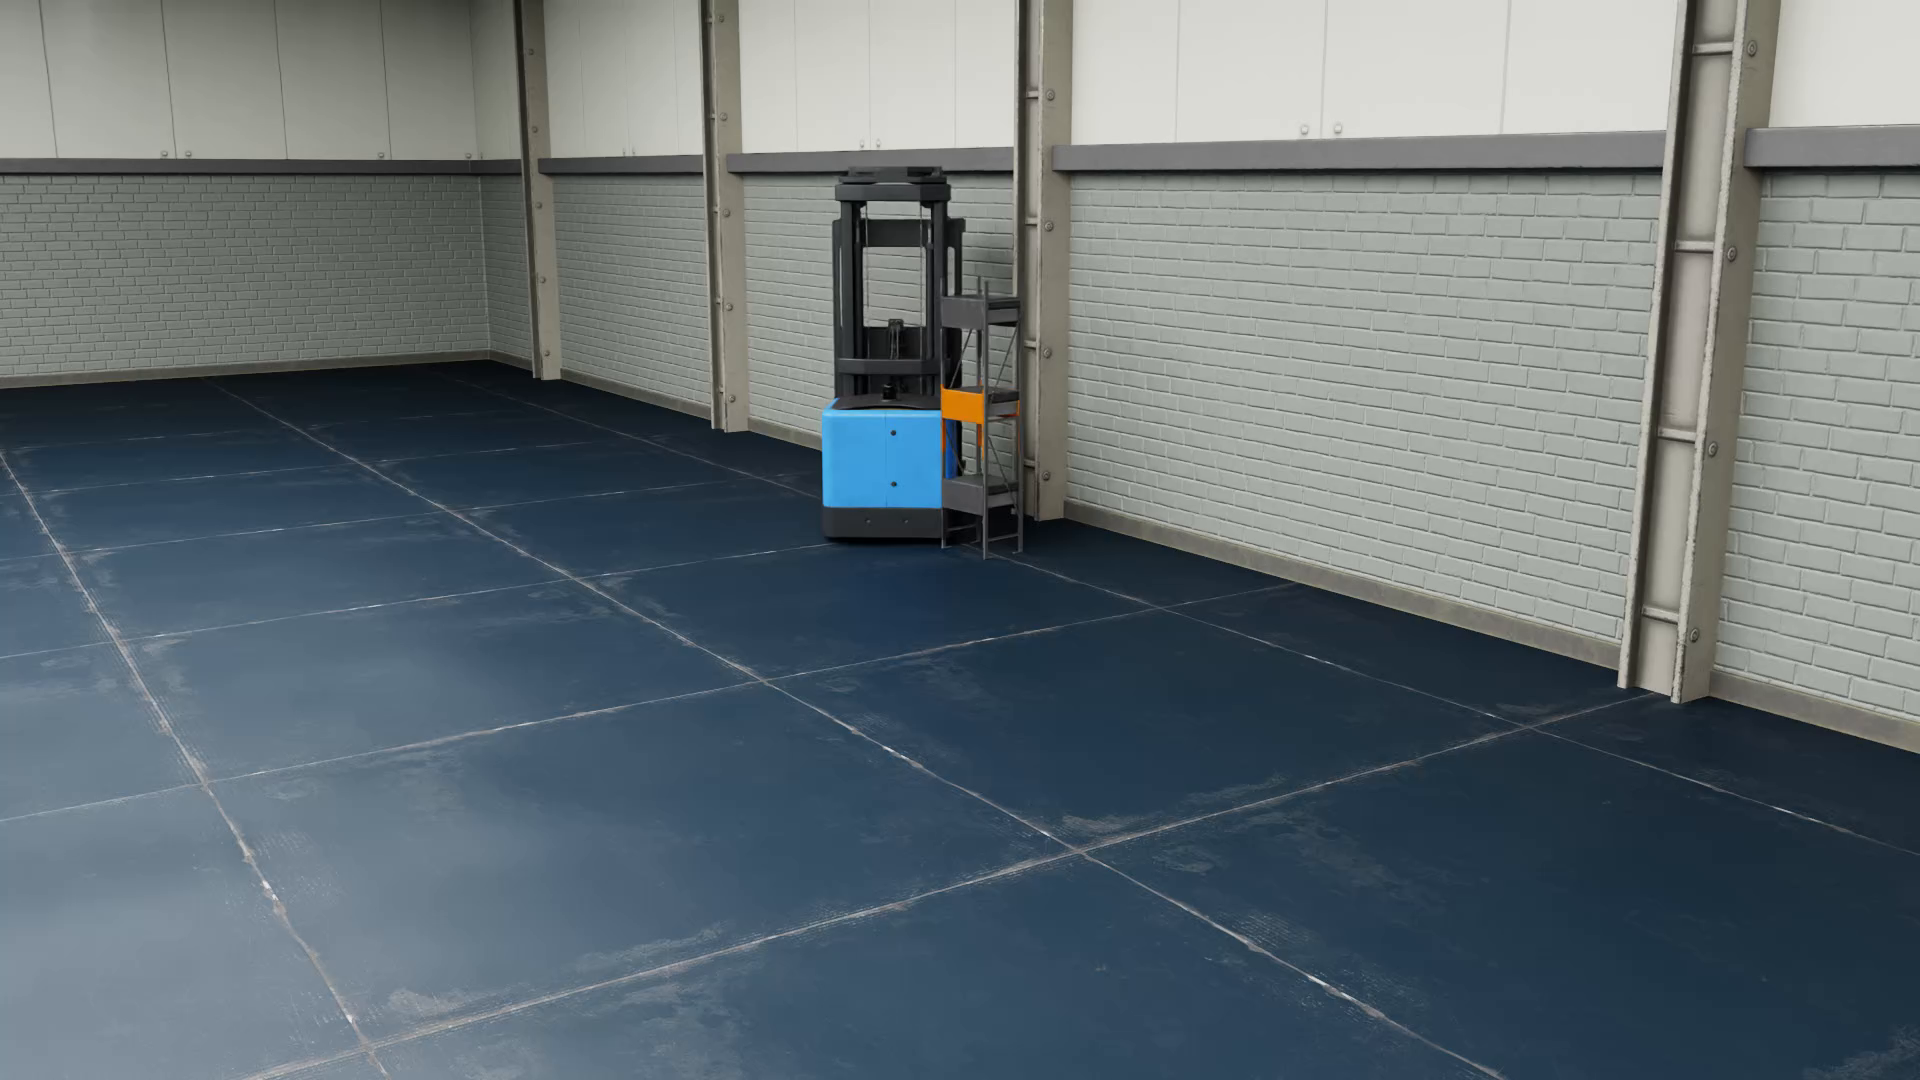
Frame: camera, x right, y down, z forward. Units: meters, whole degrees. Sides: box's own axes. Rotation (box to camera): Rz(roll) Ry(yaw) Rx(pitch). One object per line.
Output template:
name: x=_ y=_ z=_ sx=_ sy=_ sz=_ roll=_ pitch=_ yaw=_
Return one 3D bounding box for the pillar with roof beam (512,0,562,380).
pillar with roof beam: x=-9.554 y=-6.234 z=20.803 sx=9.100 sy=9.000 sz=0.400 roll=-8 pitch=15 yaw=-33

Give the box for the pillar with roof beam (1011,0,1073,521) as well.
pillar with roof beam: x=-2.906 y=-4.099 z=11.044 sx=9.100 sy=9.000 sz=0.400 roll=-8 pitch=15 yaw=-33

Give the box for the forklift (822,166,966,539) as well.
forklift: x=-0.509 y=-1.704 z=14.291 sx=1.130 sy=2.935 sz=3.031 roll=1 pitch=12 yaw=2

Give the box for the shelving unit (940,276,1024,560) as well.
shelving unit: x=0.169 y=-0.944 z=12.760 sx=0.431 sy=2.100 sz=0.503 roll=-11 pitch=16 yaw=-40

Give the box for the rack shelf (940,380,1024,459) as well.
rack shelf: x=0.169 y=-0.931 z=12.763 sx=0.431 sy=0.518 sz=0.480 roll=-11 pitch=16 yaw=-40

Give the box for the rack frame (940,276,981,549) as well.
rack frame: x=0.007 y=-0.982 z=12.939 sx=0.400 sy=2.100 sz=0.015 roll=-11 pitch=16 yaw=-40

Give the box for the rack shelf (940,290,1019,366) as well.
rack shelf: x=0.167 y=-1.615 z=12.615 sx=0.431 sy=0.518 sz=0.480 roll=-11 pitch=16 yaw=-40

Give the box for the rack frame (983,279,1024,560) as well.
rack frame: x=0.331 y=-0.906 z=12.581 sx=0.400 sy=2.100 sz=0.015 roll=-11 pitch=16 yaw=-40

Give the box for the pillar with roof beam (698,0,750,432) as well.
pillar with roof beam: x=-6.230 y=-5.166 z=15.923 sx=9.100 sy=9.000 sz=0.400 roll=-8 pitch=15 yaw=-33

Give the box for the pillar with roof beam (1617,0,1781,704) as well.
pillar with roof beam: x=0.418 y=-3.032 z=6.164 sx=9.100 sy=9.000 sz=0.400 roll=-8 pitch=15 yaw=-33

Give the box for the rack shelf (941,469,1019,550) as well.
rack shelf: x=0.171 y=-0.247 z=12.910 sx=0.431 sy=0.518 sz=0.480 roll=-11 pitch=16 yaw=-40
